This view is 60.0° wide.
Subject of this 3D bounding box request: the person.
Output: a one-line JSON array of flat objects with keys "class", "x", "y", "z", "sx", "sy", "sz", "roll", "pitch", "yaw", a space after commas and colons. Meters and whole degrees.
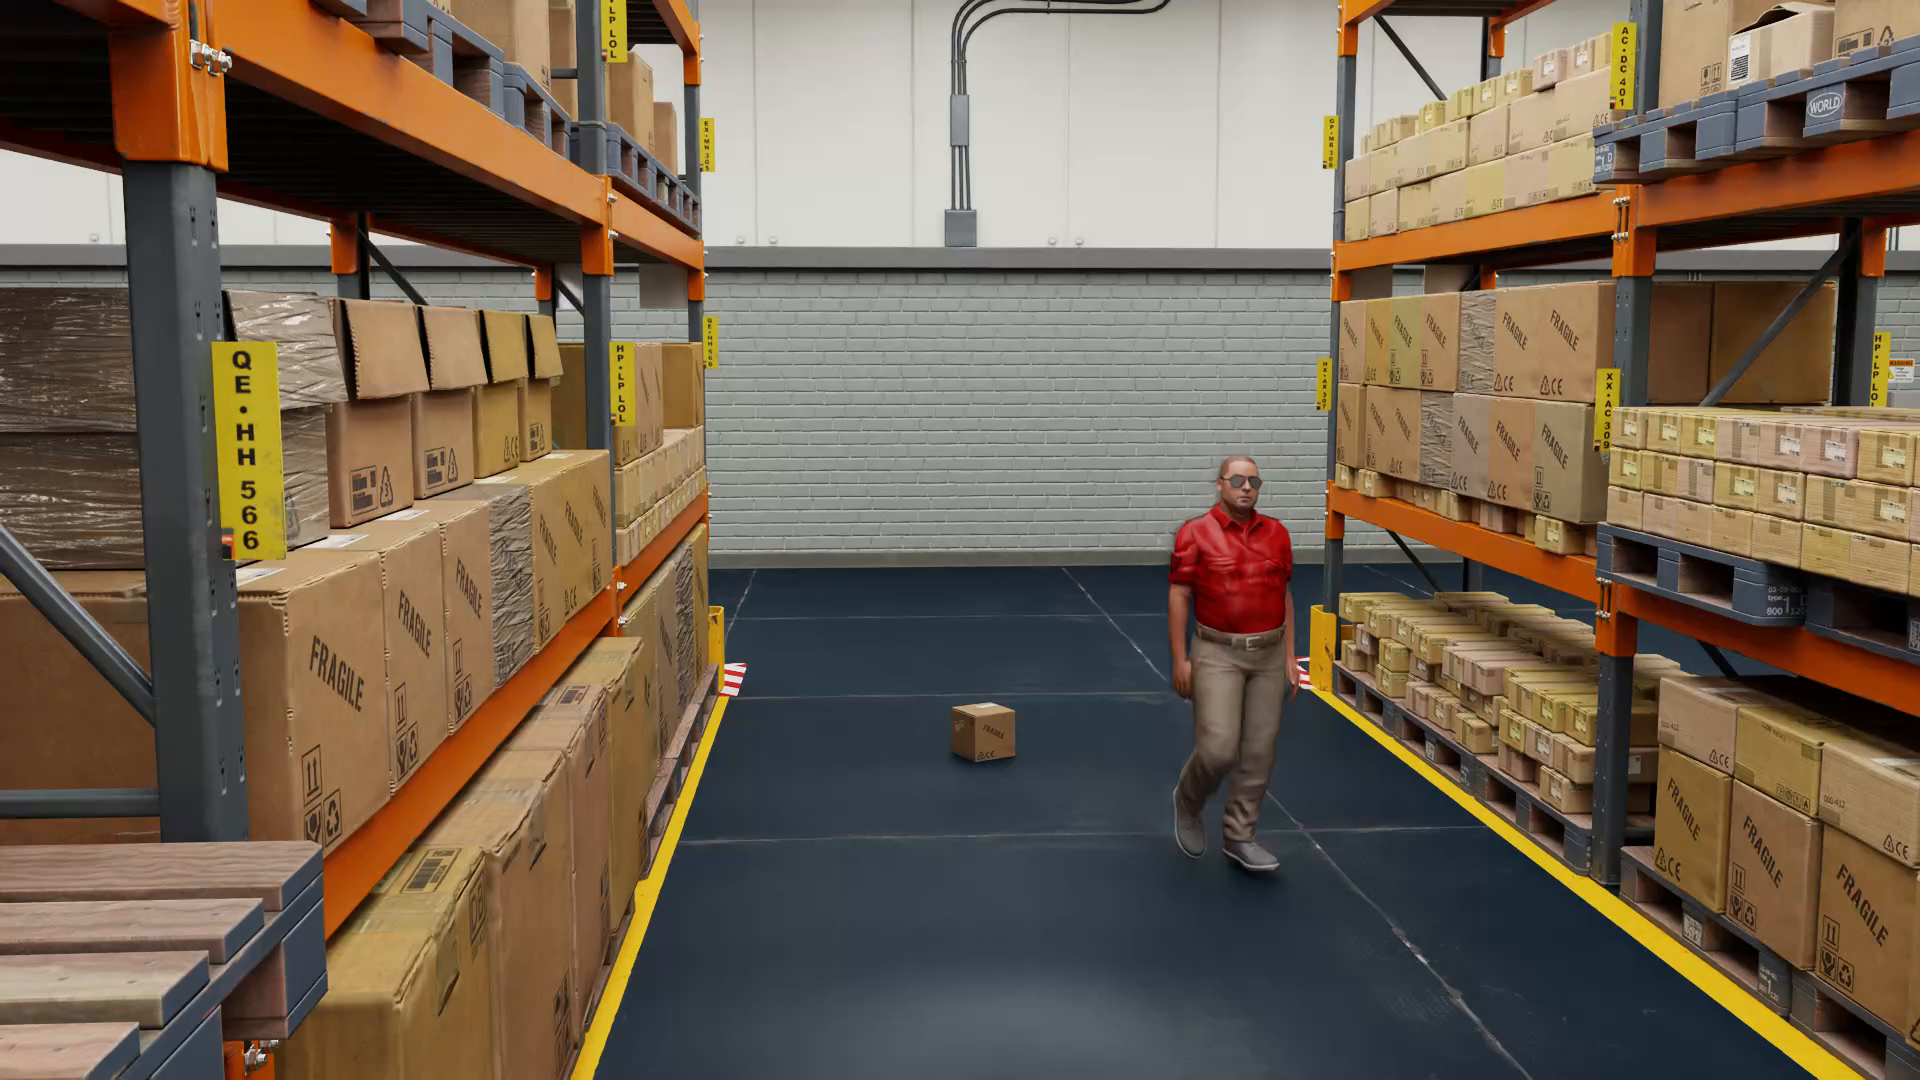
[{"class": "person", "x": 1.138, "y": 0.503, "z": 6.910, "sx": 0.544, "sy": 1.714, "sz": 0.505, "roll": -2, "pitch": 7, "yaw": -17}]
